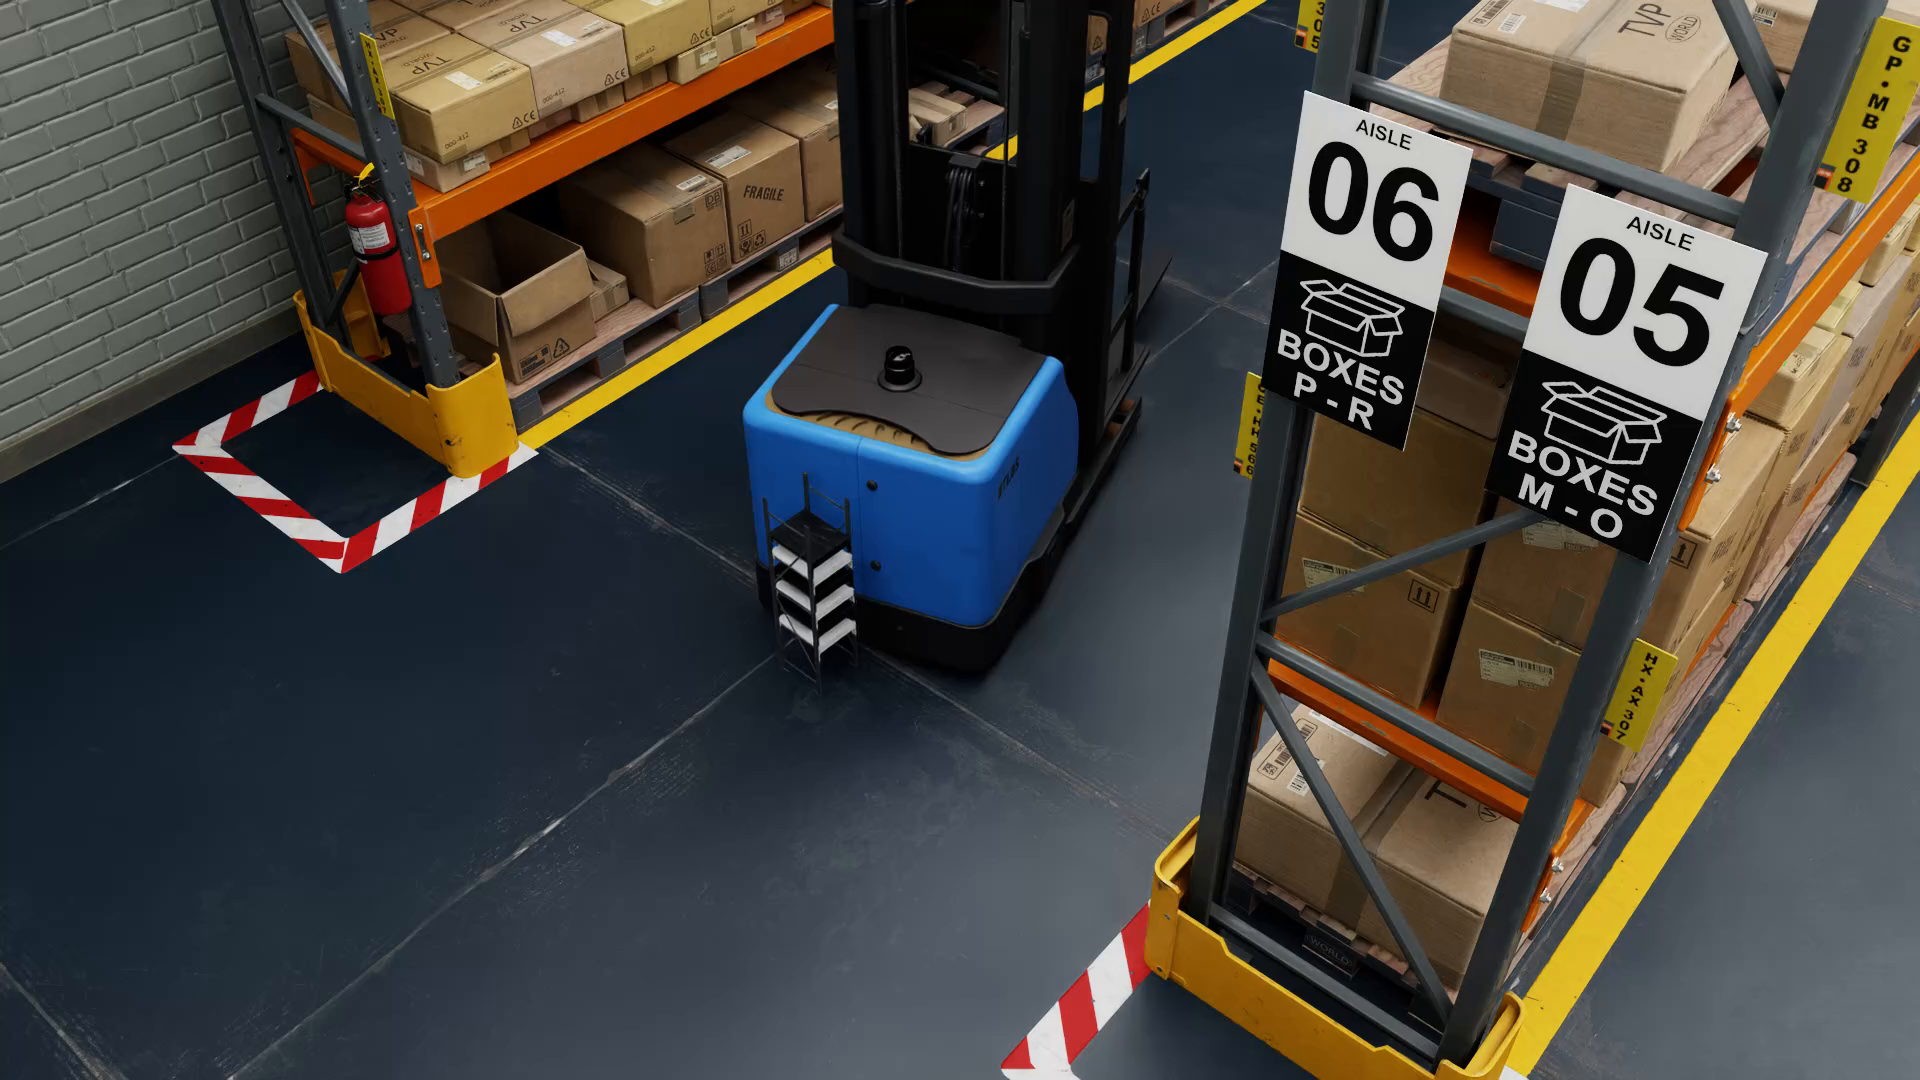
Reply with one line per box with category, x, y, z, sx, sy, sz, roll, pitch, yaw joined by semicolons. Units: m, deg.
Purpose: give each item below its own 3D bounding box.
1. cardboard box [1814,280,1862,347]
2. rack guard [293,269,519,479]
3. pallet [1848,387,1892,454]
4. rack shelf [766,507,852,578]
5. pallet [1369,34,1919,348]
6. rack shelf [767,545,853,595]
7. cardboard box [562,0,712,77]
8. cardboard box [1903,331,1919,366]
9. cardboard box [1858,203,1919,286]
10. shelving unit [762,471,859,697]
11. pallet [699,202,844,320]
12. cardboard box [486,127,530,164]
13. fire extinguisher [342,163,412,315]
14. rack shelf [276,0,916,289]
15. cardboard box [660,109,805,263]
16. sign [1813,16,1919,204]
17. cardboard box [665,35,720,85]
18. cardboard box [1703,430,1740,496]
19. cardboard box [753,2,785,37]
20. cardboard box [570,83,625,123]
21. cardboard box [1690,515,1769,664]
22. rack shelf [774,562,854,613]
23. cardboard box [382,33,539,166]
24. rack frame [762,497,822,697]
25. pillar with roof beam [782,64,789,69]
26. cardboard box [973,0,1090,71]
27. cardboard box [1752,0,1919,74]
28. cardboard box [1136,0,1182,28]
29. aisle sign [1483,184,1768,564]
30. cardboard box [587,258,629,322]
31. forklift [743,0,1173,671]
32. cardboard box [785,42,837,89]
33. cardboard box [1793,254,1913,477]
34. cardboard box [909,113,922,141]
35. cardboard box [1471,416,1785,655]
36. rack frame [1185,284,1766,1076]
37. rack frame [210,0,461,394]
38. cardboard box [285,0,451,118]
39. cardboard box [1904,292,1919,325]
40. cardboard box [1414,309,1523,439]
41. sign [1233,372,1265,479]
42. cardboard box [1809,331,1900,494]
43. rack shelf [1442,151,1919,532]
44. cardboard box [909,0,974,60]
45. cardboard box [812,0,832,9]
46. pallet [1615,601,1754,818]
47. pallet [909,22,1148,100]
cardboard box;2.138;-0.629;4.412;0.380;0.149;0.250;28;49;27
rack guard;-2.579;-0.787;7.744;1.175;0.500;0.348;29;50;28
pallet;4.186;-0.984;8.175;1.003;0.211;1.213;29;50;28
rack shelf;-0.564;0.007;6.221;0.258;0.077;0.200;32;51;30
pallet;1.643;-0.989;3.945;1.003;0.211;1.213;29;50;28
rack shelf;-0.565;0.073;6.281;0.258;0.077;0.200;32;51;30
cardboard box;-1.482;-2.367;7.513;0.500;0.250;0.500;29;49;28
cardboard box;3.318;-1.006;6.052;0.500;0.500;0.500;28;49;28
cardboard box;2.460;-0.897;4.707;0.380;0.149;0.250;30;50;29
shelving unit;-0.565;0.182;6.380;0.258;0.900;0.210;32;51;30
pallet;-1.282;-1.716;8.981;1.003;0.211;1.213;29;50;28
cardboard box;-2.078;-1.781;7.166;0.380;0.149;0.250;31;51;29
fire extinguisher;-2.369;-1.230;6.708;0.296;0.674;0.183;29;50;28
rack shelf;-1.341;-2.437;8.235;1.077;0.370;4.000;29;50;28
cardboard box;-1.165;-1.830;8.578;0.500;0.500;0.500;30;50;29
sign;1.594;-0.745;2.901;0.100;0.325;0.005;29;50;28
cardboard box;-1.340;-2.272;7.706;0.380;0.149;0.250;28;49;27
cardboard box;1.614;-0.236;3.980;0.380;0.149;0.250;31;50;29
cardboard box;-1.073;-2.579;8.044;0.380;0.149;0.250;29;50;28
cardboard box;-1.726;-2.035;7.446;0.380;0.149;0.250;31;51;30
cardboard box;2.006;0.042;4.900;0.500;0.500;0.500;29;50;28
rack shelf;-0.565;0.140;6.342;0.258;0.077;0.200;32;51;30
cardboard box;-2.130;-1.844;6.939;0.500;0.250;0.500;30;50;29
rack frame;-0.633;0.232;6.325;0.240;0.900;0.006;32;51;30
pillar with roof beam;2.103;-4.120;5.092;9.100;9.000;0.400;29;50;28
cardboard box;0.429;-3.115;9.992;0.500;0.500;0.500;32;51;30
cardboard box;2.050;-1.196;3.906;0.380;0.149;0.250;31;51;30
cardboard box;1.089;-3.648;10.579;0.500;0.500;0.500;28;49;27
aisle sign;1.349;-0.325;3.445;0.394;0.787;0.004;29;50;28
cardboard box;-1.859;-1.249;8.201;0.380;0.149;0.250;28;49;27
forklift;0.203;-1.565;6.793;1.130;2.935;3.031;16;45;17
cardboard box;-0.660;-2.655;9.627;0.500;0.311;0.500;31;51;30
cardboard box;2.353;-0.594;4.856;0.500;0.500;0.500;29;50;28
cardboard box;-0.418;-2.278;9.246;0.396;0.266;0.258;31;51;30
cardboard box;1.700;-0.057;4.265;0.500;0.500;0.500;28;49;28
rack frame;1.173;0.474;4.499;1.000;3.000;0.127;29;50;28
rack frame;-2.628;-1.673;6.860;1.000;3.000;0.127;29;50;28
cardboard box;-2.535;-2.079;7.197;0.500;0.250;0.500;31;51;30
cardboard box;3.002;-1.106;5.419;0.500;0.500;0.500;30;50;29
cardboard box;1.251;-0.444;4.209;0.380;0.149;0.250;30;50;29
sign;0.767;-0.284;4.296;0.100;0.325;0.005;29;50;28
cardboard box;2.657;-0.477;5.471;0.500;0.500;0.500;31;51;30
rack shelf;2.460;-1.399;4.864;1.077;0.370;4.000;29;50;28
cardboard box;0.036;-3.344;10.244;0.500;0.500;0.500;29;50;28
cardboard box;-0.698;-2.811;8.299;0.380;0.149;0.250;29;50;28
pallet;2.413;0.435;6.615;1.003;0.211;1.213;29;50;28
pallet;0.440;-3.136;10.542;1.003;0.211;1.213;29;50;28
